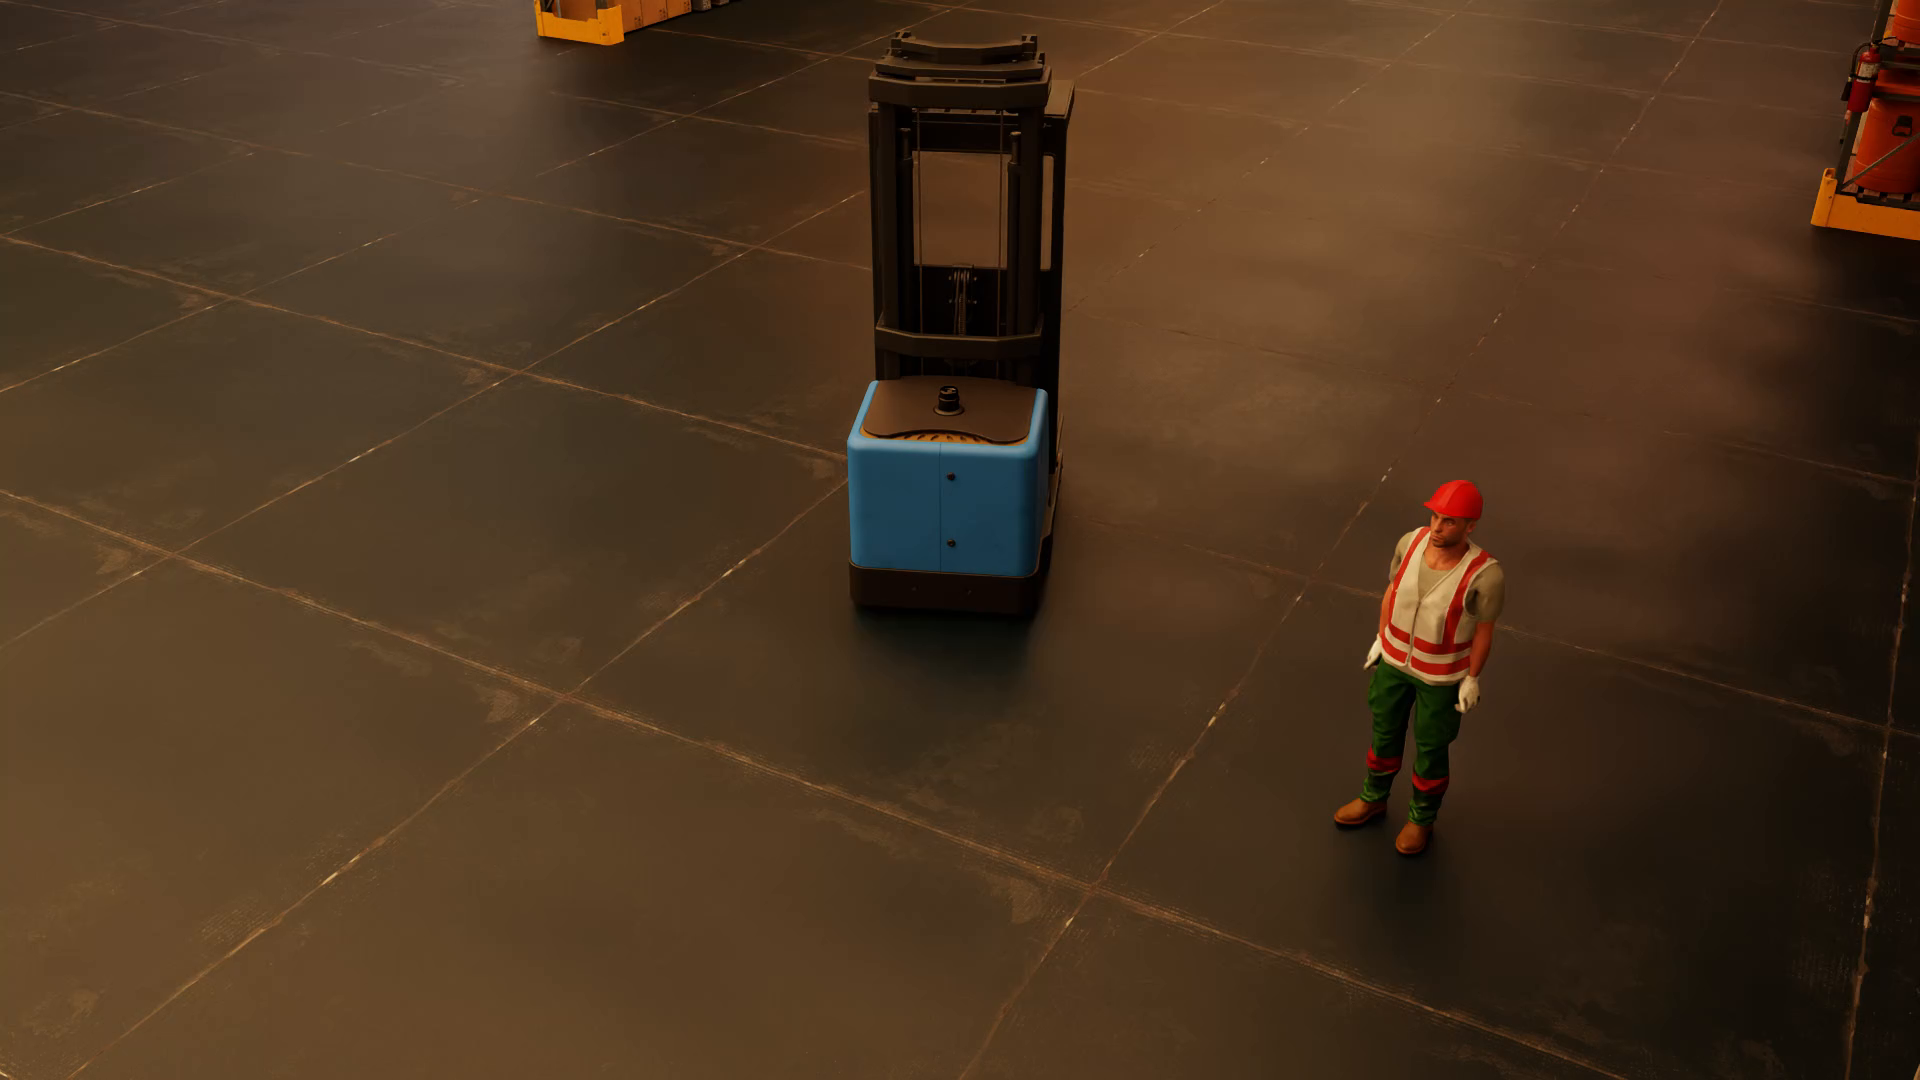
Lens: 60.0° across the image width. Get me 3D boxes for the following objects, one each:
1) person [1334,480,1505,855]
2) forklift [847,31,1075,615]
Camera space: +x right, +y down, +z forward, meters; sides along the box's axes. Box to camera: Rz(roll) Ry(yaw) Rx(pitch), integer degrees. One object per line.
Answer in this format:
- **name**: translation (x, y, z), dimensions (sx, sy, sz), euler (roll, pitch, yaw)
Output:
- **person**: translation (2.017, 0.555, 7.252), dimensions (0.535, 1.794, 0.374), euler (25, 38, 36)
- **forklift**: translation (0.072, -1.572, 9.794), dimensions (1.130, 2.935, 3.031), euler (3, 30, 6)
